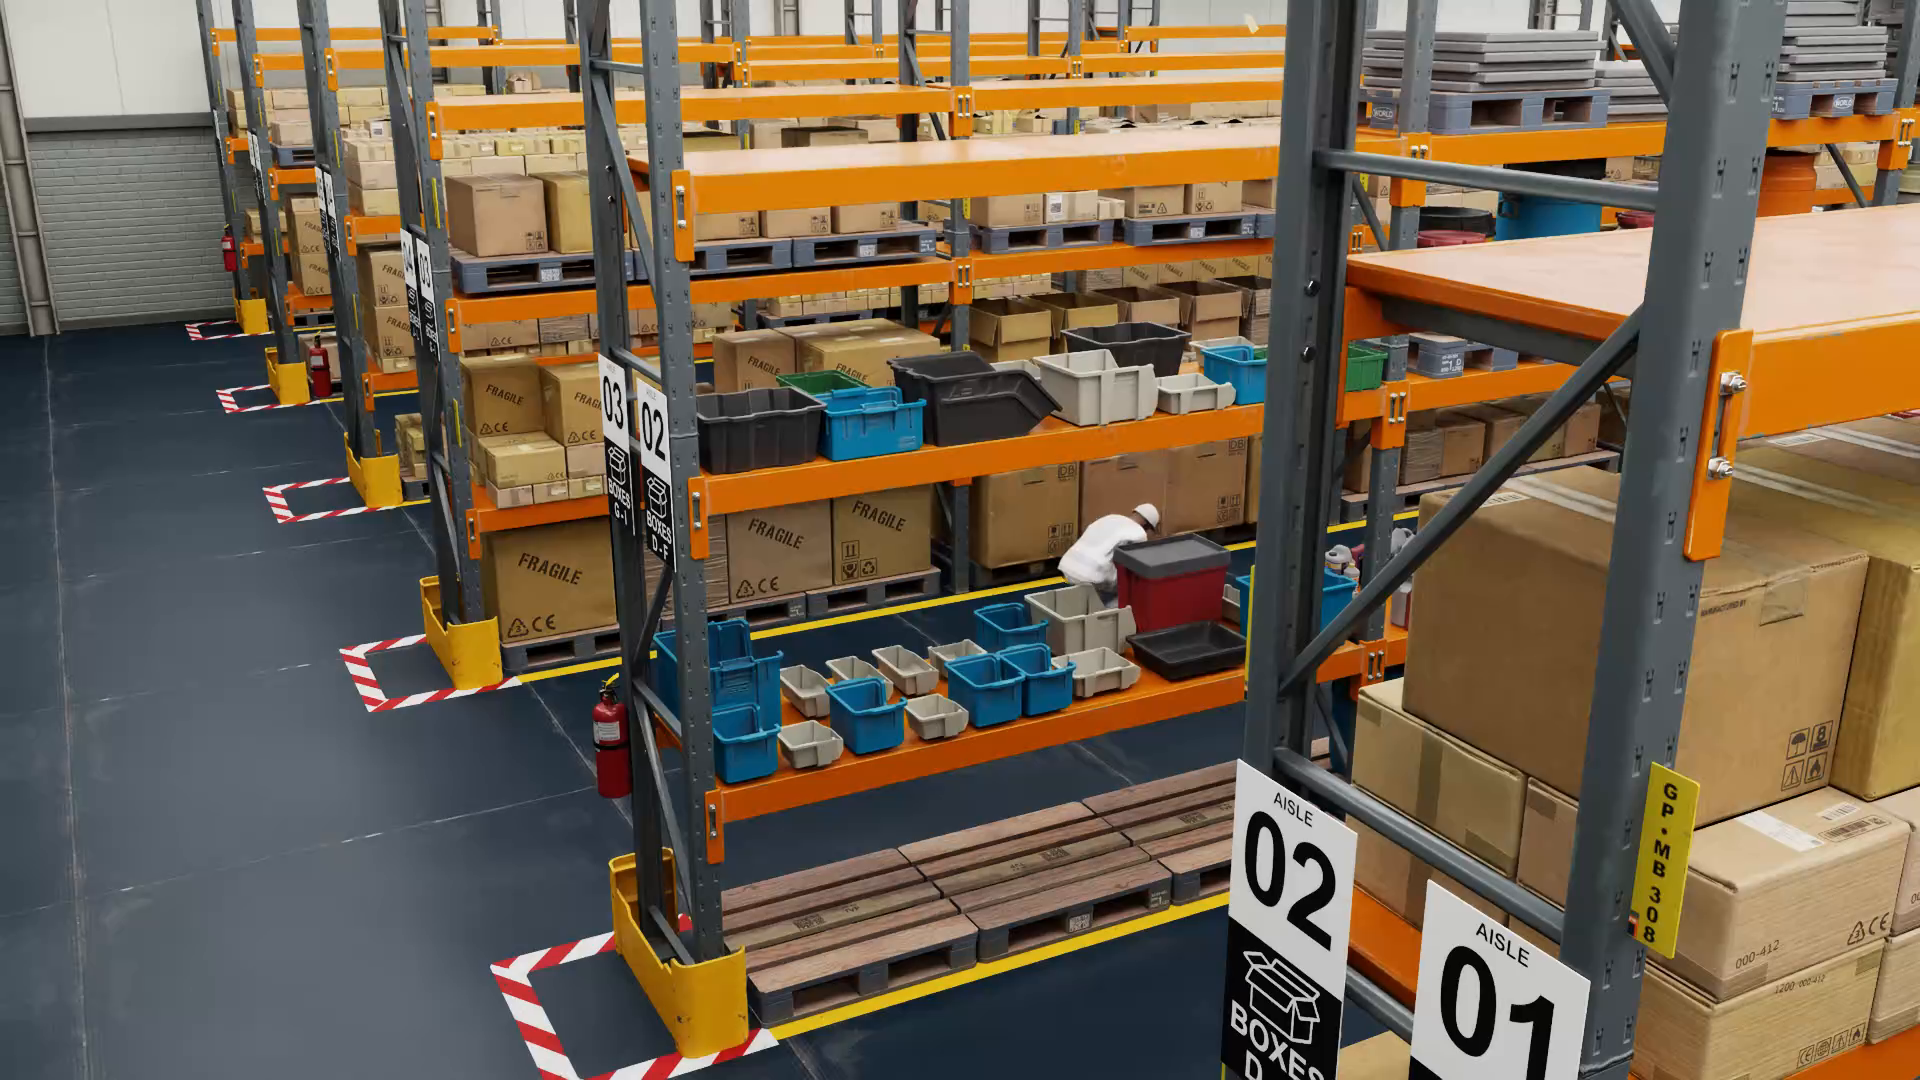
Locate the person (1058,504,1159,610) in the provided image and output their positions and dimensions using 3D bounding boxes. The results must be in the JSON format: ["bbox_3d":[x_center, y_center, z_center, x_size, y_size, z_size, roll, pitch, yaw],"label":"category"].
[{"bbox_3d":[1.210,0.211,13.271,0.911,0.921,0.577,-10,21,-27],"label":"person"}]
